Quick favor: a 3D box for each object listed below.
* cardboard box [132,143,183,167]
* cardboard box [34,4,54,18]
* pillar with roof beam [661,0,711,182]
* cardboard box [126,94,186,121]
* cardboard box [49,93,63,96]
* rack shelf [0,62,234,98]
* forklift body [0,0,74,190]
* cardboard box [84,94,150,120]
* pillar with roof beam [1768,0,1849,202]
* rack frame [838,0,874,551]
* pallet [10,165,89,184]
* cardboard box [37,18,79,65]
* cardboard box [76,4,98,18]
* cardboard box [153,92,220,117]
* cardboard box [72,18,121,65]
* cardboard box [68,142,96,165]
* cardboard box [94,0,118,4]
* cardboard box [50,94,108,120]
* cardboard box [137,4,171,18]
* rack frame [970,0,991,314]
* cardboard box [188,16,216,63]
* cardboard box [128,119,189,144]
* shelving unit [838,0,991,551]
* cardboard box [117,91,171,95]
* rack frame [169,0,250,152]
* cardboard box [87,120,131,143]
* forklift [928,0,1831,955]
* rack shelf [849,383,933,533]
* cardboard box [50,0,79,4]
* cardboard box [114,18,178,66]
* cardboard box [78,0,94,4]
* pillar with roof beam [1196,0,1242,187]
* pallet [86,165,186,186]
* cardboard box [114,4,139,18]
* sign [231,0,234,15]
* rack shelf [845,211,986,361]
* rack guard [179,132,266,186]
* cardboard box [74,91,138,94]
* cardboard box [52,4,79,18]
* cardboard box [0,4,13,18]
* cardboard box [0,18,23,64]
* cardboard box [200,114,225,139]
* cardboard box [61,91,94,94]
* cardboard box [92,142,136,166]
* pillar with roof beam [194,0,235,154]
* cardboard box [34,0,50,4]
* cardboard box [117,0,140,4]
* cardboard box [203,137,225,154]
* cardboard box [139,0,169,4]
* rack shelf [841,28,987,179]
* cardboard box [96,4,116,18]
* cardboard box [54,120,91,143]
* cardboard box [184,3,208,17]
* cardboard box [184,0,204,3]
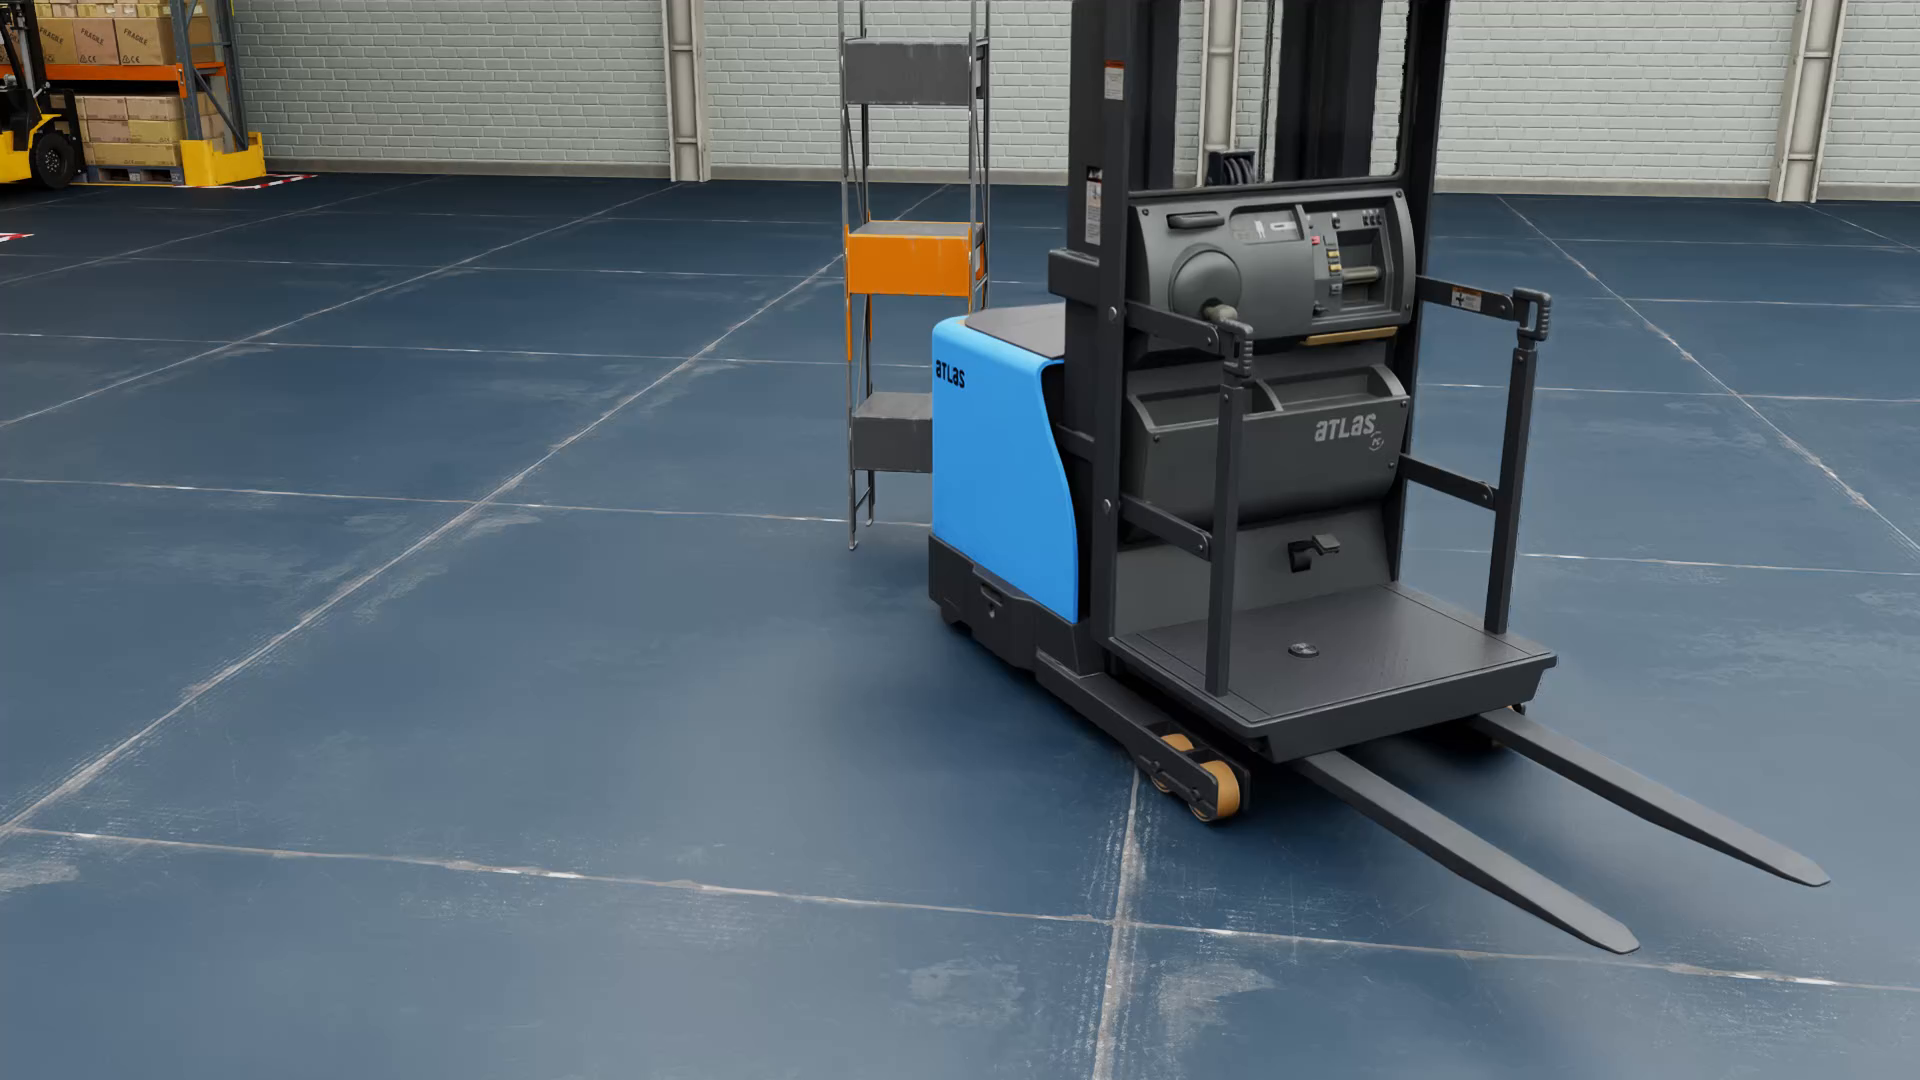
[{"bbox_3d":[-9.009,-4.399,18.895,0.500,0.250,0.500,3,19,9],"label":"cardboard box"},{"bbox_3d":[-10.152,-5.921,18.591,0.250,0.149,0.380,3,19,9],"label":"cardboard box"},{"bbox_3d":[-3.798,-7.091,13.814,0.400,9.000,9.100,3,19,9],"label":"pillar with roof beam"},{"bbox_3d":[-8.999,-4.874,18.738,0.500,0.250,0.500,4,19,10],"label":"cardboard box"},{"bbox_3d":[-10.503,-4.948,18.960,0.500,0.250,0.500,3,19,8],"label":"cardboard box"},{"bbox_3d":[-10.469,-5.339,19.165,4.000,0.370,1.077,3,19,9],"label":"rack shelf"},{"bbox_3d":[-10.656,-4.701,17.462,1.214,2.155,2.313,3,19,9],"label":"forklift body"},{"bbox_3d":[-9.504,-4.898,18.810,0.500,0.250,0.500,3,19,10],"label":"cardboard box"},{"bbox_3d":[8.050,-6.487,12.009,0.400,9.000,9.100,3,19,9],"label":"pillar with roof beam"},{"bbox_3d":[-0.404,-1.016,6.532,0.015,2.100,0.400,3,19,9],"label":"rack frame"},{"bbox_3d":[-10.457,-4.344,19.454,1.213,0.211,1.003,3,19,9],"label":"pallet"},{"bbox_3d":[-10.039,-5.624,18.726,0.500,0.500,0.500,3,19,8],"label":"cardboard box"},{"bbox_3d":[-9.628,-5.916,18.576,0.250,0.149,0.380,3,19,8],"label":"cardboard box"},{"bbox_3d":[-8.939,-5.032,19.211,0.500,0.250,0.500,3,19,8],"label":"cardboard box"},{"bbox_3d":[-9.533,-5.598,18.649,0.500,0.500,0.500,4,19,10],"label":"cardboard box"},{"bbox_3d":[-9.991,-4.455,19.062,0.500,0.250,0.500,3,19,9],"label":"cardboard box"},{"bbox_3d":[-9.393,-6.035,18.463,0.250,0.149,0.380,3,19,10],"label":"cardboard box"},{"bbox_3d":[-10.004,-4.920,18.876,0.500,0.250,0.500,3,19,9],"label":"cardboard box"},{"bbox_3d":[-8.881,-5.864,18.421,0.250,0.149,0.380,3,19,9],"label":"cardboard box"},{"bbox_3d":[0.077,-0.992,6.458,0.015,2.100,0.400,3,19,9],"label":"rack frame"},{"bbox_3d":[-8.940,-5.739,19.069,0.500,0.500,0.500,4,19,10],"label":"cardboard box"},{"bbox_3d":[-9.025,-4.638,18.821,0.500,0.250,0.500,3,19,8],"label":"cardboard box"},{"bbox_3d":[-0.163,-1.004,6.495,0.503,2.100,0.431,3,19,9],"label":"shelving unit"},{"bbox_3d":[-9.433,-5.056,19.282,0.500,0.250,0.500,3,19,9],"label":"cardboard box"},{"bbox_3d":[-8.495,-5.579,18.750,0.127,3.000,1.000,3,19,9],"label":"rack frame"},{"bbox_3d":[-9.518,-4.667,18.907,0.500,0.250,0.500,3,19,8],"label":"cardboard box"},{"bbox_3d":[1.004,-0.785,4.529,1.130,2.935,3.031,-9,21,-25],"label":"forklift"},{"bbox_3d":[-0.163,-0.327,6.721,0.480,0.518,0.431,3,19,9],"label":"rack shelf"},{"bbox_3d":[-9.902,-6.049,18.505,0.250,0.149,0.380,3,19,10],"label":"cardboard box"},{"bbox_3d":[-9.022,-5.569,18.562,0.500,0.500,0.500,3,19,7],"label":"cardboard box"},{"bbox_3d":[-9.627,-6.070,18.570,0.250,0.149,0.380,3,19,9],"label":"cardboard box"},{"bbox_3d":[2.126,-6.789,12.911,0.400,9.000,9.100,3,19,9],"label":"pillar with roof beam"},{"bbox_3d":[-9.256,-4.282,19.268,1.213,0.211,1.003,3,19,9],"label":"pallet"},{"bbox_3d":[-9.138,-5.867,18.432,0.250,0.149,0.380,3,19,10],"label":"cardboard box"},{"bbox_3d":[-8.401,-6.201,19.119,0.005,0.325,0.100,3,19,9],"label":"sign"},{"bbox_3d":[-0.163,-0.991,6.499,0.480,0.518,0.431,3,19,9],"label":"rack shelf"},{"bbox_3d":[-8.471,-4.393,19.143,0.348,0.500,1.175,3,19,9],"label":"rack guard"},{"bbox_3d":[-9.925,-5.085,19.368,0.500,0.250,0.500,3,19,8],"label":"cardboard box"},{"bbox_3d":[-9.899,-5.914,18.572,0.250,0.149,0.380,2,19,7],"label":"cardboard box"},{"bbox_3d":[-10.647,-5.953,18.688,0.250,0.149,0.380,3,19,8],"label":"cardboard box"},{"bbox_3d":[-10.537,-5.646,18.791,0.500,0.500,0.500,3,19,9],"label":"cardboard box"},{"bbox_3d":[-8.926,-4.800,19.306,0.500,0.250,0.500,3,19,10],"label":"cardboard box"},{"bbox_3d":[-10.430,-5.113,19.451,0.500,0.250,0.500,3,19,8],"label":"cardboard box"},{"bbox_3d":[-9.498,-4.427,18.978,0.500,0.250,0.500,3,19,9],"label":"cardboard box"},{"bbox_3d":[-9.722,-7.393,14.716,0.400,9.000,9.100,3,19,9],"label":"pillar with roof beam"},{"bbox_3d":[-10.158,-6.060,18.539,0.250,0.149,0.380,3,19,10],"label":"cardboard box"},{"bbox_3d":[-9.130,-6.030,18.449,0.250,0.149,0.380,3,19,9],"label":"cardboard box"},{"bbox_3d":[-8.949,-4.560,19.377,0.500,0.250,0.500,3,19,9],"label":"cardboard box"},{"bbox_3d":[-8.882,-6.027,18.441,0.250,0.149,0.380,3,19,9],"label":"cardboard box"},{"bbox_3d":[-0.163,-1.655,6.277,0.480,0.518,0.431,3,19,9],"label":"rack shelf"},{"bbox_3d":[-9.385,-5.900,18.528,0.250,0.149,0.380,3,19,10],"label":"cardboard box"},{"bbox_3d":[-10.031,-4.686,18.965,0.500,0.250,0.500,2,19,7],"label":"cardboard box"},{"bbox_3d":[-8.788,-6.033,18.925,0.250,0.149,0.380,2,19,7],"label":"cardboard box"},{"bbox_3d":[-8.792,-6.159,18.835,0.250,0.149,0.380,3,19,8],"label":"cardboard box"}]
